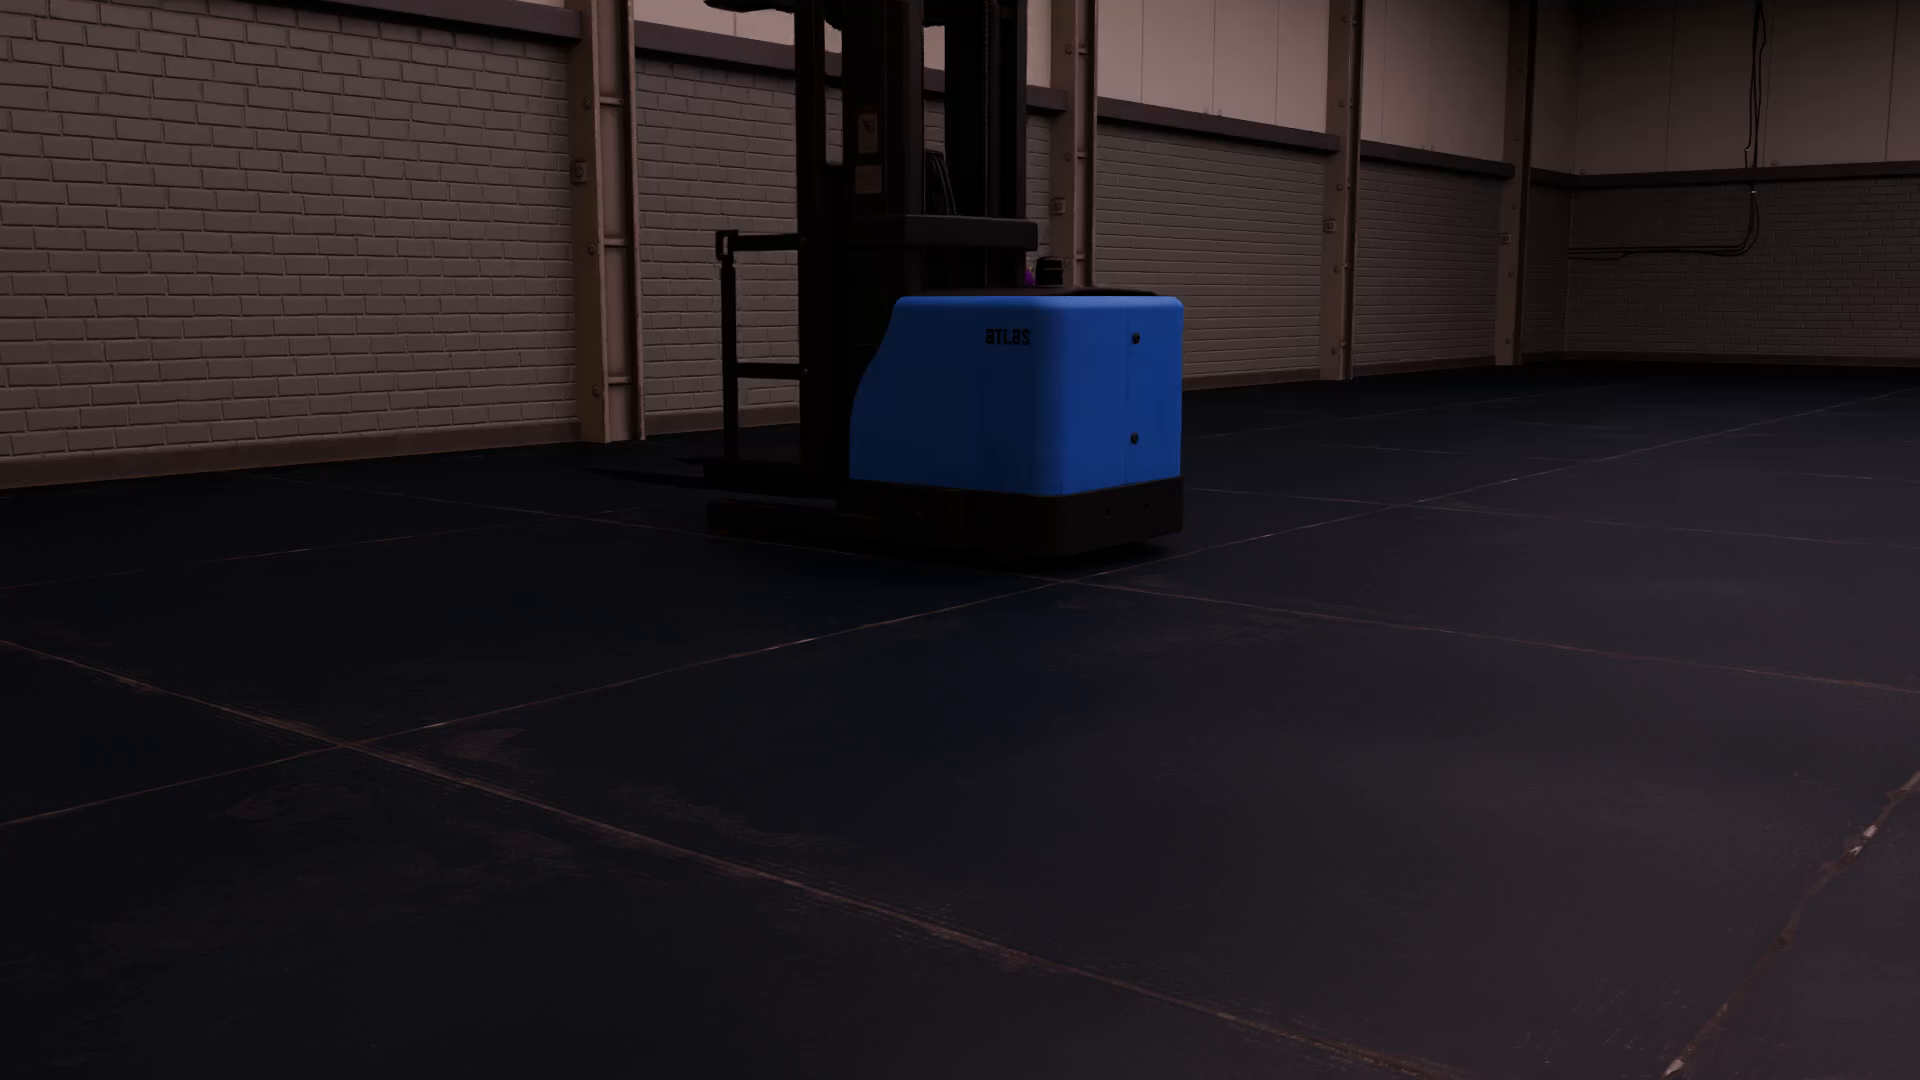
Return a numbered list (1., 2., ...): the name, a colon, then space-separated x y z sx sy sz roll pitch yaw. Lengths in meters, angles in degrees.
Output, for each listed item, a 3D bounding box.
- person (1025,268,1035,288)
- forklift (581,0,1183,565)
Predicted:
1. person: 0.024 -1.071 9.745 0.959 1.527 0.778 -7 11 -39
2. forklift: -0.512 -1.499 7.526 3.031 2.935 1.130 6 11 37
